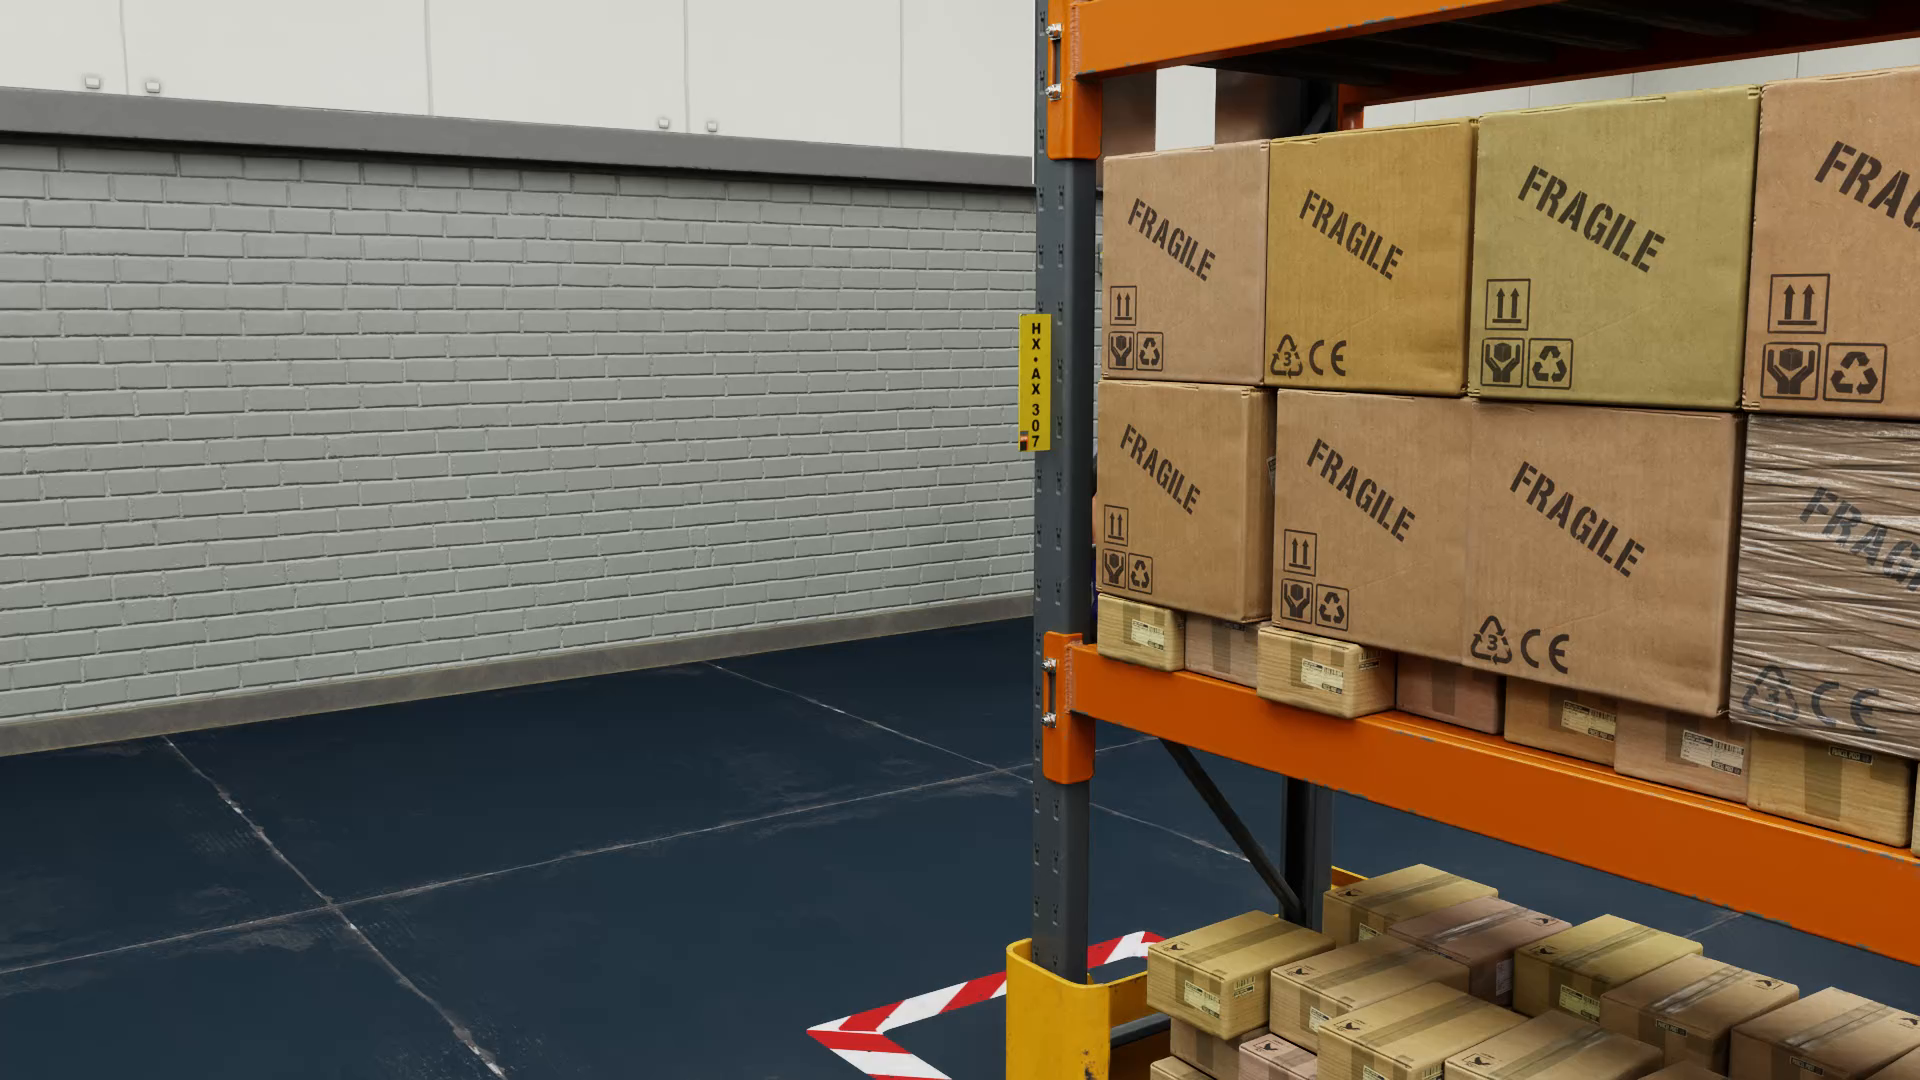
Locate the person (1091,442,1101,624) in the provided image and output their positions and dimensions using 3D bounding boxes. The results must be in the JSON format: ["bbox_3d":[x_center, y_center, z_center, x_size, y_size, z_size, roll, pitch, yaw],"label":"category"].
[{"bbox_3d":[0.948,-0.019,9.491,0.537,1.647,0.417,-6,10,-36],"label":"person"}]
